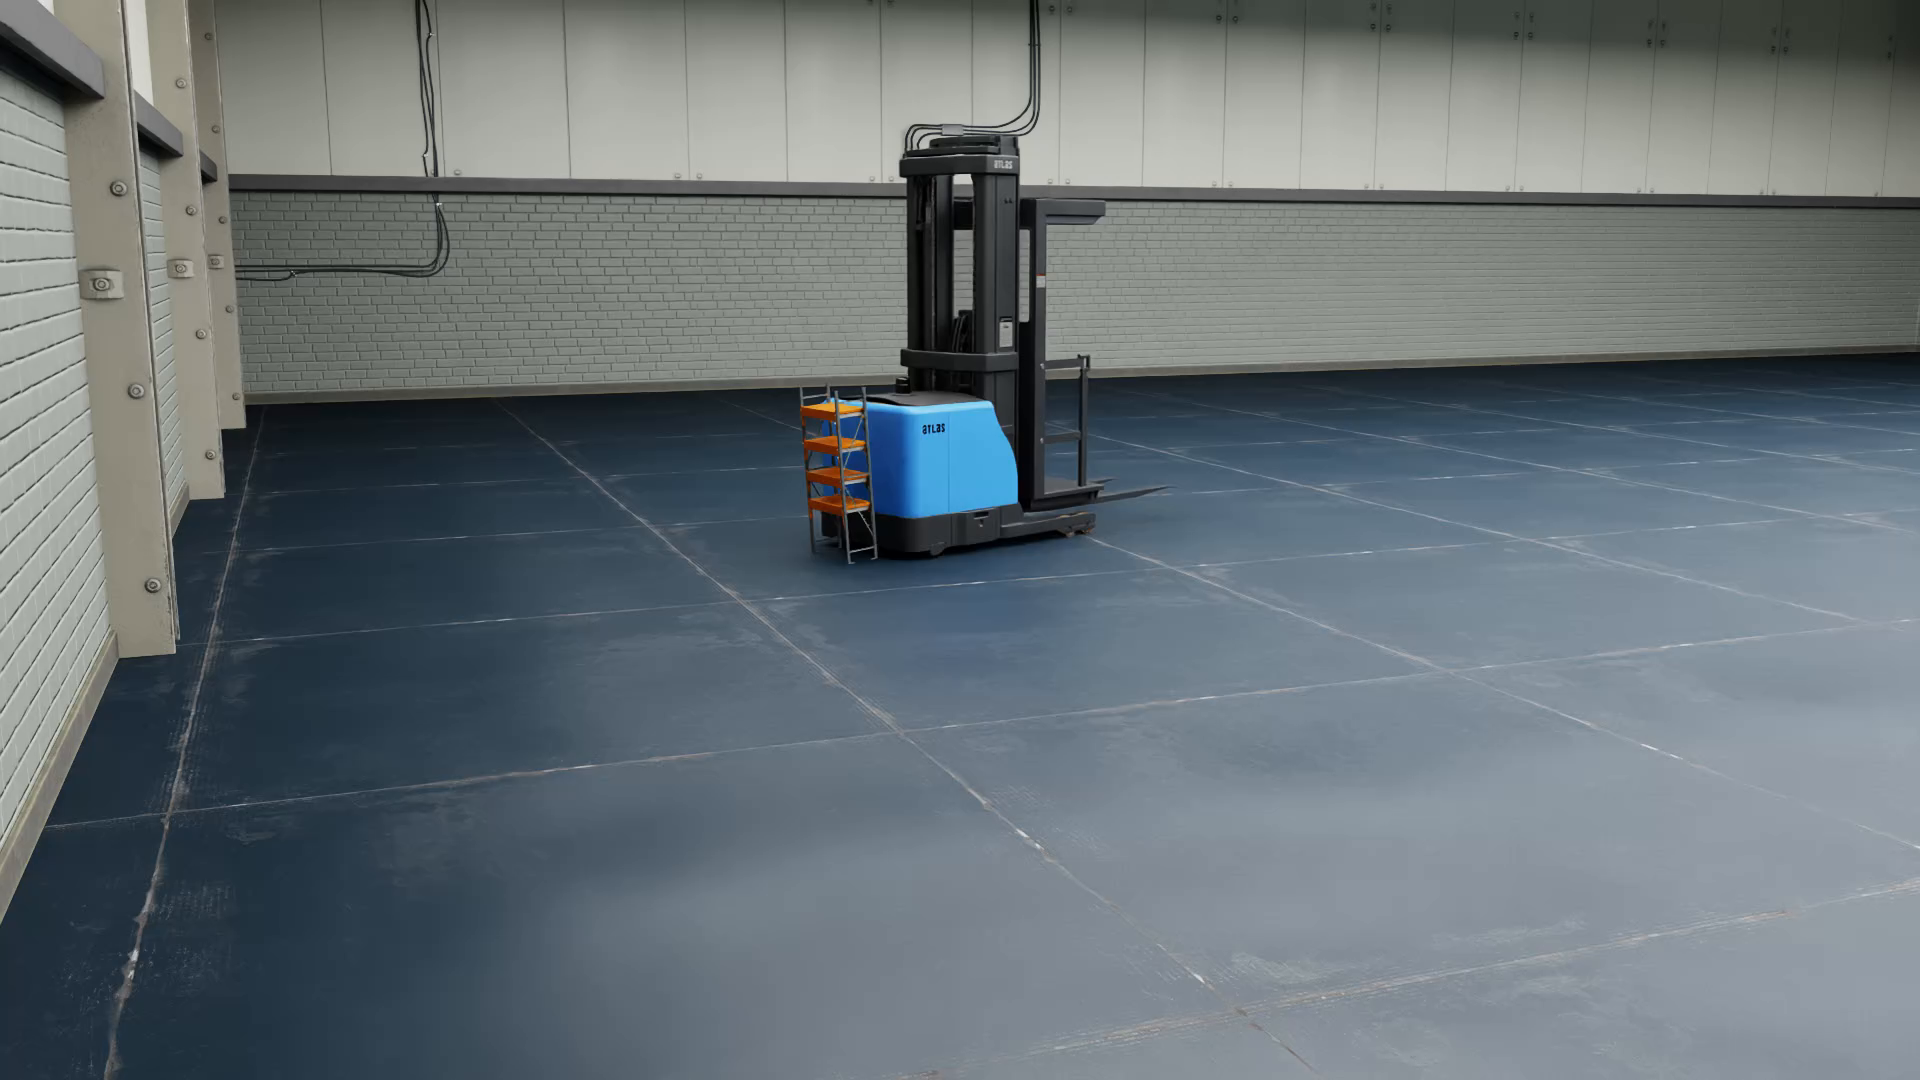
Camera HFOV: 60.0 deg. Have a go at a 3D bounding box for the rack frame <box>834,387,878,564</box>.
[{"bbox_3d":[-0.712,-0.437,11.403,0.240,1.200,0.015,-12,15,-33],"label":"rack frame"}]

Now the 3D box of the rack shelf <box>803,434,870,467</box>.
[{"bbox_3d":[-0.860,-0.625,11.567,0.258,0.148,0.480,-12,15,-33],"label":"rack shelf"}]

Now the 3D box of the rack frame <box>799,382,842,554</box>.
[{"bbox_3d":[-0.989,-0.507,11.798,0.240,1.200,0.015,-12,15,-33],"label":"rack frame"}]

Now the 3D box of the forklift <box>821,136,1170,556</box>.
[{"bbox_3d":[0.398,-1.528,12.642,3.031,2.935,1.130,-9,14,-43],"label":"forklift"}]

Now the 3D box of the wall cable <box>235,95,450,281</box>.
[{"bbox_3d":[-8.636,-4.835,22.771,3.097,2.526,0.112,-4,11,-21],"label":"wall cable"}]

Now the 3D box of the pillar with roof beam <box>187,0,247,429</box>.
[{"bbox_3d":[-4.788,-6.072,20.860,9.100,9.000,0.400,-4,11,-21],"label":"pillar with roof beam"}]

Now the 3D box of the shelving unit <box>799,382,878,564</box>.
[{"bbox_3d":[-0.851,-0.472,11.600,0.258,1.200,0.503,-12,15,-33],"label":"shelving unit"}]

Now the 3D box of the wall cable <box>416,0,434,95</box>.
[{"bbox_3d":[-6.114,-7.493,23.294,3.097,2.526,0.112,-4,11,-21],"label":"wall cable"}]

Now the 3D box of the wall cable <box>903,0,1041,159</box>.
[{"bbox_3d":[0.218,-8.638,25.574,2.305,6.003,0.169,-4,11,-21],"label":"wall cable"}]

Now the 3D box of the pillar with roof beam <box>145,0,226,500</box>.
[{"bbox_3d":[-2.614,-5.092,15.354,9.100,9.000,0.400,-4,11,-21],"label":"pillar with roof beam"}]

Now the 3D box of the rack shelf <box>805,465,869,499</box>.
[{"bbox_3d":[-0.847,-0.407,11.615,0.258,0.148,0.480,-12,15,-33],"label":"rack shelf"}]

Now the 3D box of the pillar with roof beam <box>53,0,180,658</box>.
[{"bbox_3d":[-0.440,-4.113,9.848,9.100,9.000,0.400,-4,11,-21],"label":"pillar with roof beam"}]

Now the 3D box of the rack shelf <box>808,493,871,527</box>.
[{"bbox_3d":[-0.835,-0.213,11.657,0.258,0.148,0.480,-12,15,-33],"label":"rack shelf"}]

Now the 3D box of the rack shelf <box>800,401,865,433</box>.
[{"bbox_3d":[-0.874,-0.856,11.516,0.258,0.148,0.480,-12,15,-33],"label":"rack shelf"}]
